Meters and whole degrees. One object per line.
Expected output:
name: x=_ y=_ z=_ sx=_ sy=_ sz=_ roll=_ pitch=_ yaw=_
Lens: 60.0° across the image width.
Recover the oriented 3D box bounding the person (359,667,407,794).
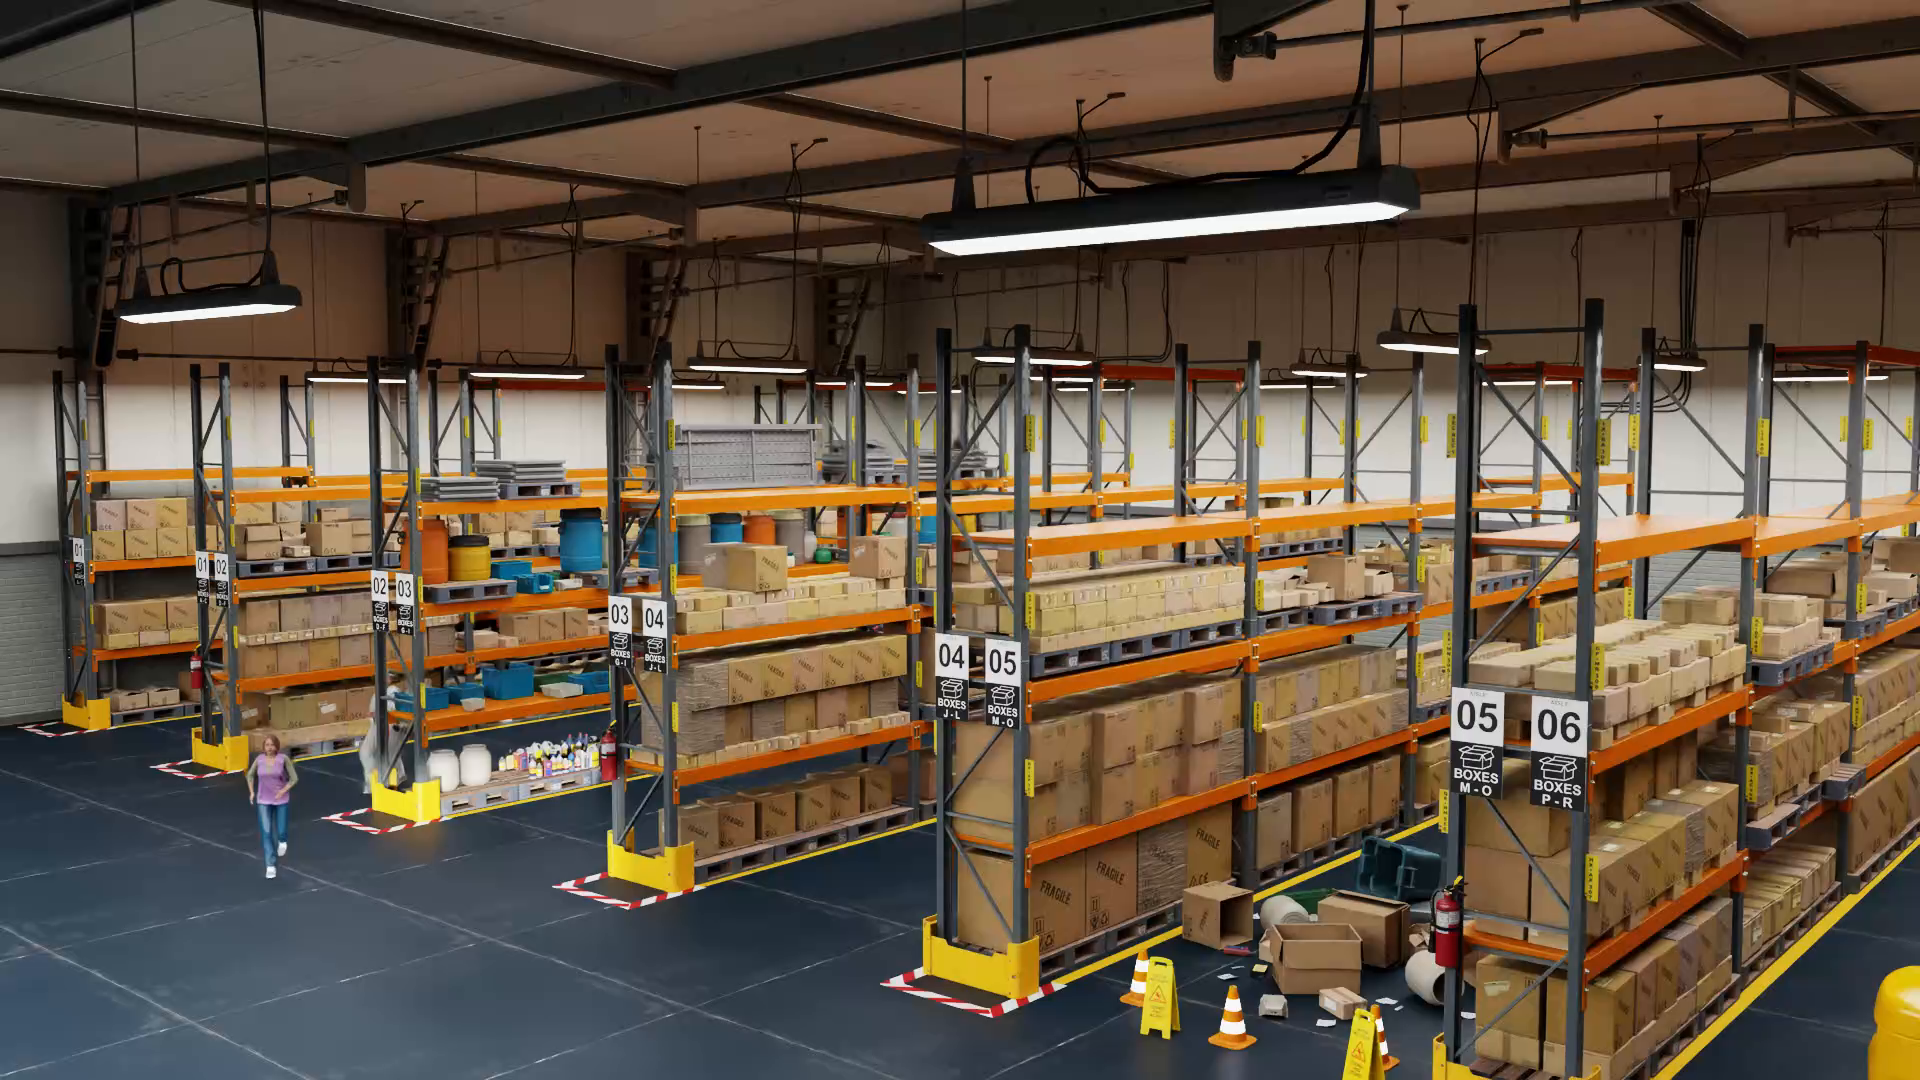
person: x=-7.939 y=2.656 z=23.112 sx=0.653 sy=1.846 sz=0.685 roll=2 pitch=5 yaw=26

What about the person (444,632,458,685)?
person: x=-9.097 y=2.208 z=29.528 sx=0.528 sy=1.717 sz=0.727 roll=4 pitch=6 yaw=44

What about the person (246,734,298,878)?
person: x=-7.861 y=3.010 z=19.013 sx=0.565 sy=1.554 sz=0.823 roll=-1 pitch=4 yaw=-16
